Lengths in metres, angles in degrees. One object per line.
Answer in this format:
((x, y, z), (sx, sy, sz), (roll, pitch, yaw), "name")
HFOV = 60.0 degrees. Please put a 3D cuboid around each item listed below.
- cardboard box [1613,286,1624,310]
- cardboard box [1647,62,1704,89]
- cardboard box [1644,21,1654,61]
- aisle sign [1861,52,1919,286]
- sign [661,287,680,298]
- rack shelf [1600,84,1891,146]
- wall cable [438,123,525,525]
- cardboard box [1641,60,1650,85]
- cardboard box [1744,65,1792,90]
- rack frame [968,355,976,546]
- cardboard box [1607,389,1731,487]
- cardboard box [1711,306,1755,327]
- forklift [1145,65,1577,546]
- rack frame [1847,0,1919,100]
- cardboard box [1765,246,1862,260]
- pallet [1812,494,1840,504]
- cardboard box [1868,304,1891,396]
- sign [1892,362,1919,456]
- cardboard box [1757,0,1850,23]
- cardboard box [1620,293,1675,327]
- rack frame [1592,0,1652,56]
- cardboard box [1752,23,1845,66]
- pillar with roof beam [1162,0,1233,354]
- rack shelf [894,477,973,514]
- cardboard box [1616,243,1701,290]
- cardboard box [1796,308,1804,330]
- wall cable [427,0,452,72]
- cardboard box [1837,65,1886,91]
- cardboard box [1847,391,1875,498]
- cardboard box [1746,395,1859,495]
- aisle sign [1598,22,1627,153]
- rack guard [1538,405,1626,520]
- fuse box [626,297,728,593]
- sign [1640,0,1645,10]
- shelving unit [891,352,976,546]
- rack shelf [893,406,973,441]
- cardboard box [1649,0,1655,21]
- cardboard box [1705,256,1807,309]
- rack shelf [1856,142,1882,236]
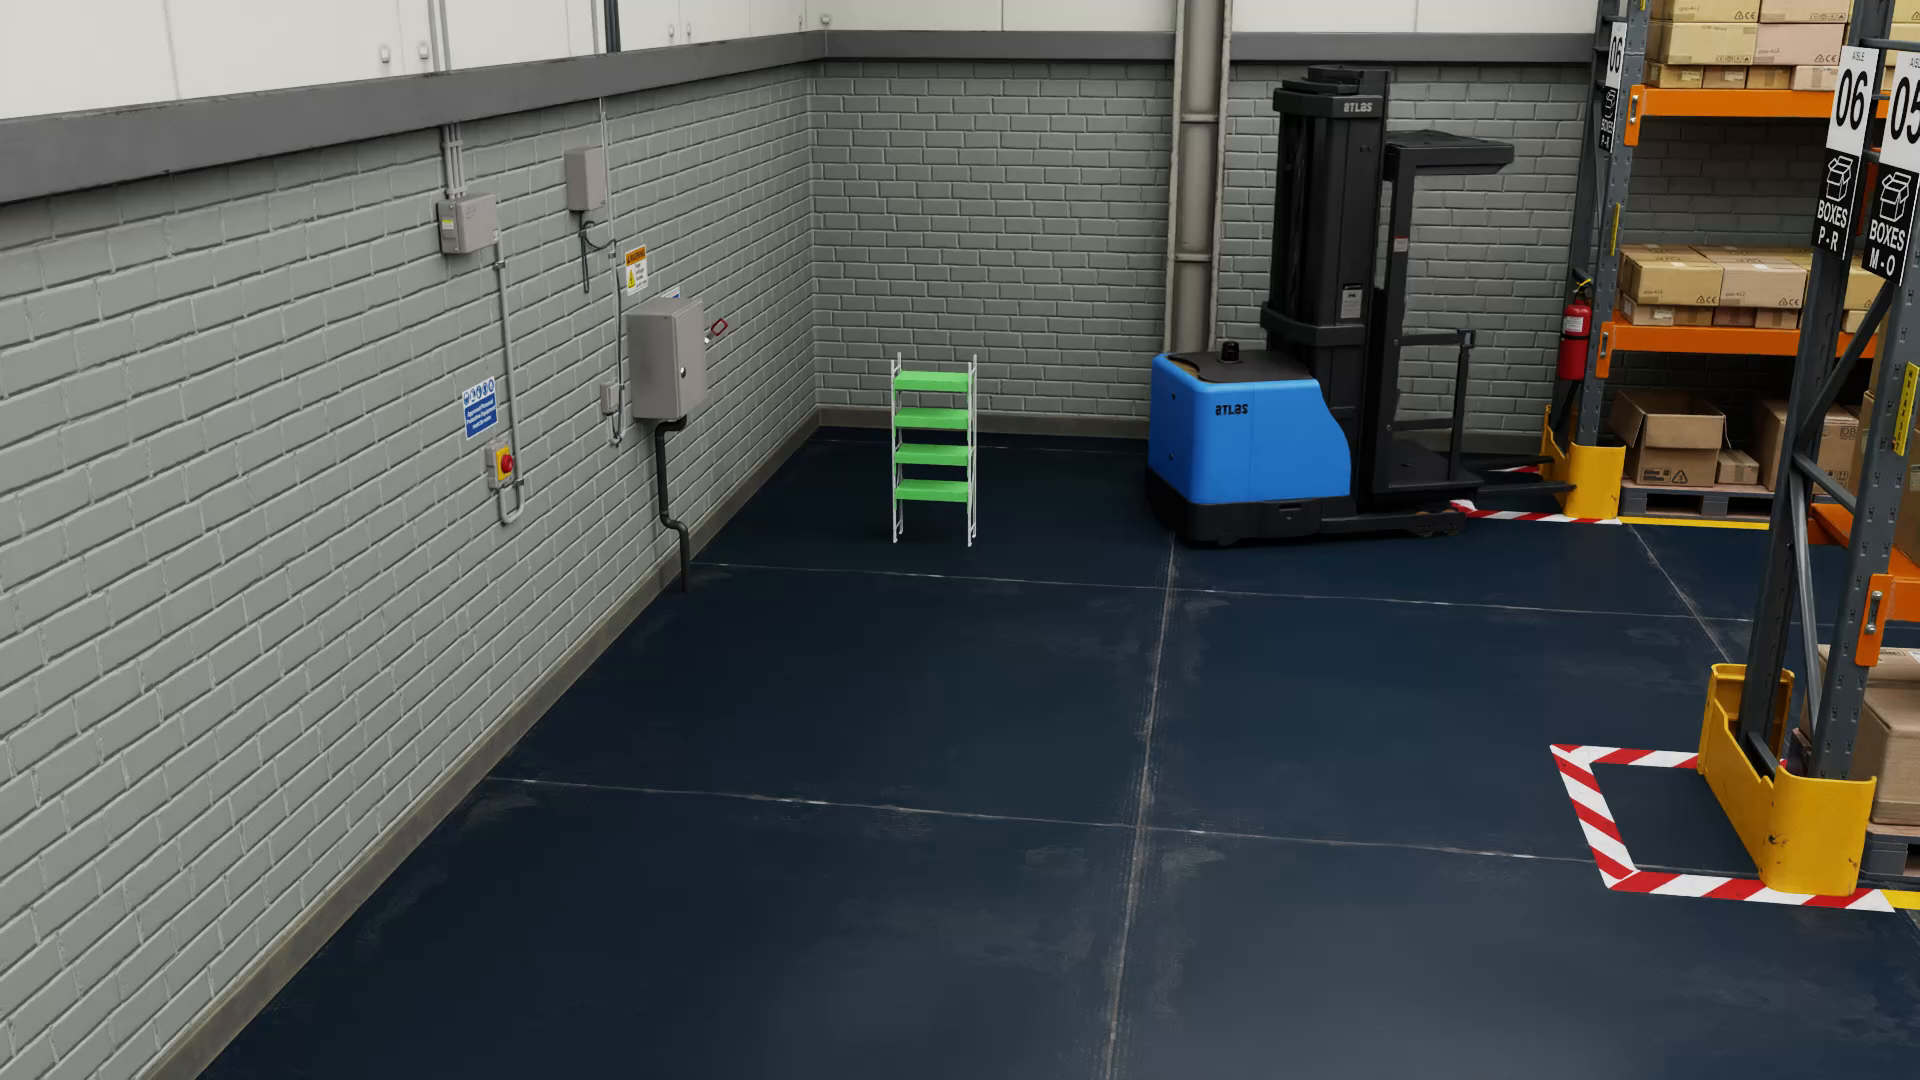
((4.655, -1.700, 11.554), (0.250, 0.149, 0.380), (3, 19, 8), "cardboard box")
((4.563, -2.967, 10.610), (0.250, 0.149, 0.380), (3, 19, 10), "cardboard box")
((4.768, -3.307, 11.001), (0.500, 0.250, 0.500), (3, 19, 8), "cardboard box")
((3.385, -1.342, 5.991), (0.004, 0.787, 0.394), (3, 19, 9), "aisle sign")
((-1.718, -1.244, 9.944), (0.001, 0.494, 0.329), (3, 19, 9), "sign")
((6.260, -2.733, 10.650), (4.000, 0.370, 1.077), (3, 19, 9), "rack shelf")
((-2.069, -0.970, 7.324), (0.123, 1.953, 0.585), (3, 19, 9), "wall cable")
((4.638, -3.112, 11.045), (0.250, 0.149, 0.380), (3, 19, 10), "cardboard box")
((5.077, -2.943, 10.541), (0.250, 0.149, 0.380), (3, 19, 9), "cardboard box")
((0.077, -0.565, 10.601), (0.015, 1.200, 0.240), (3, 19, 9), "rack frame")
((4.874, -0.707, 11.461), (0.637, 0.503, 0.797), (2, 19, 6), "cardboard box")
((5.090, -1.530, 11.044), (0.250, 0.149, 0.380), (3, 19, 8), "cardboard box")
((2.841, -1.570, 10.876), (3.031, 2.935, 1.130), (-4, 19, -11), "forklift")
((3.502, -3.042, 5.712), (0.127, 3.000, 1.000), (3, 19, 9), "rack frame")
((5.779, -1.829, 11.311), (0.500, 0.250, 0.500), (4, 19, 10), "cardboard box")
((6.349, -0.324, 11.439), (1.213, 0.211, 1.003), (3, 19, 9), "pallet")
((4.016, -0.769, 6.640), (0.500, 0.500, 0.500), (4, 19, 10), "cardboard box")
((3.408, -0.471, 5.995), (0.005, 0.325, 0.100), (3, 19, 9), "sign")
((5.183, -3.349, 10.337), (0.500, 0.250, 0.500), (3, 19, 8), "cardboard box")
((4.566, -1.530, 11.046), (0.250, 0.149, 0.380), (3, 19, 8), "cardboard box")
((4.285, -4.597, 10.360), (0.127, 3.000, 1.000), (3, 19, 9), "rack frame")
((5.185, -3.117, 10.433), (0.500, 0.250, 0.500), (3, 19, 10), "cardboard box")
((1.083, -3.666, 7.579), (0.400, 9.000, 9.100), (3, 19, 9), "pillar with roof beam")
((-0.163, -0.289, 10.734), (0.480, 0.148, 0.258), (3, 19, 9), "rack shelf")
((4.782, -1.882, 11.468), (0.500, 0.250, 0.500), (3, 19, 10), "cardboard box")
((5.593, -1.486, 10.914), (0.250, 0.149, 0.380), (3, 19, 9), "cardboard box")
((-2.159, -3.240, 6.304), (0.029, 3.000, 0.463), (3, 19, 9), "wall cable")
((5.566, -2.888, 10.375), (0.250, 0.149, 0.380), (3, 19, 8), "cardboard box")
((4.020, -0.303, 6.823), (0.500, 0.500, 0.500), (3, 19, 9), "cardboard box")
((5.712, -0.650, 11.296), (0.500, 0.500, 0.700), (4, 19, 11), "cardboard box")
((4.171, -2.896, 10.635), (0.004, 0.787, 0.394), (3, 19, 9), "aisle sign")
((4.360, -0.563, 11.697), (0.348, 0.500, 1.175), (3, 19, 9), "rack guard")
((-1.592, -0.513, 9.640), (0.414, 1.711, 0.539), (3, 19, 9), "fuse box")
((4.199, -3.419, 10.189), (0.005, 0.325, 0.100), (3, 19, 9), "sign")
((-0.163, -0.577, 10.638), (0.503, 1.200, 0.258), (3, 19, 9), "shelving unit")
((-0.163, -0.744, 10.582), (0.480, 0.148, 0.258), (3, 19, 9), "rack shelf")
((4.768, -3.547, 10.928), (0.500, 0.250, 0.500), (2, 19, 7), "cardboard box")
((5.188, -1.689, 10.893), (0.500, 0.250, 0.500), (3, 19, 9), "cardboard box")
((5.476, -1.178, 6.001), (4.000, 0.370, 1.077), (3, 19, 9), "rack shelf")
